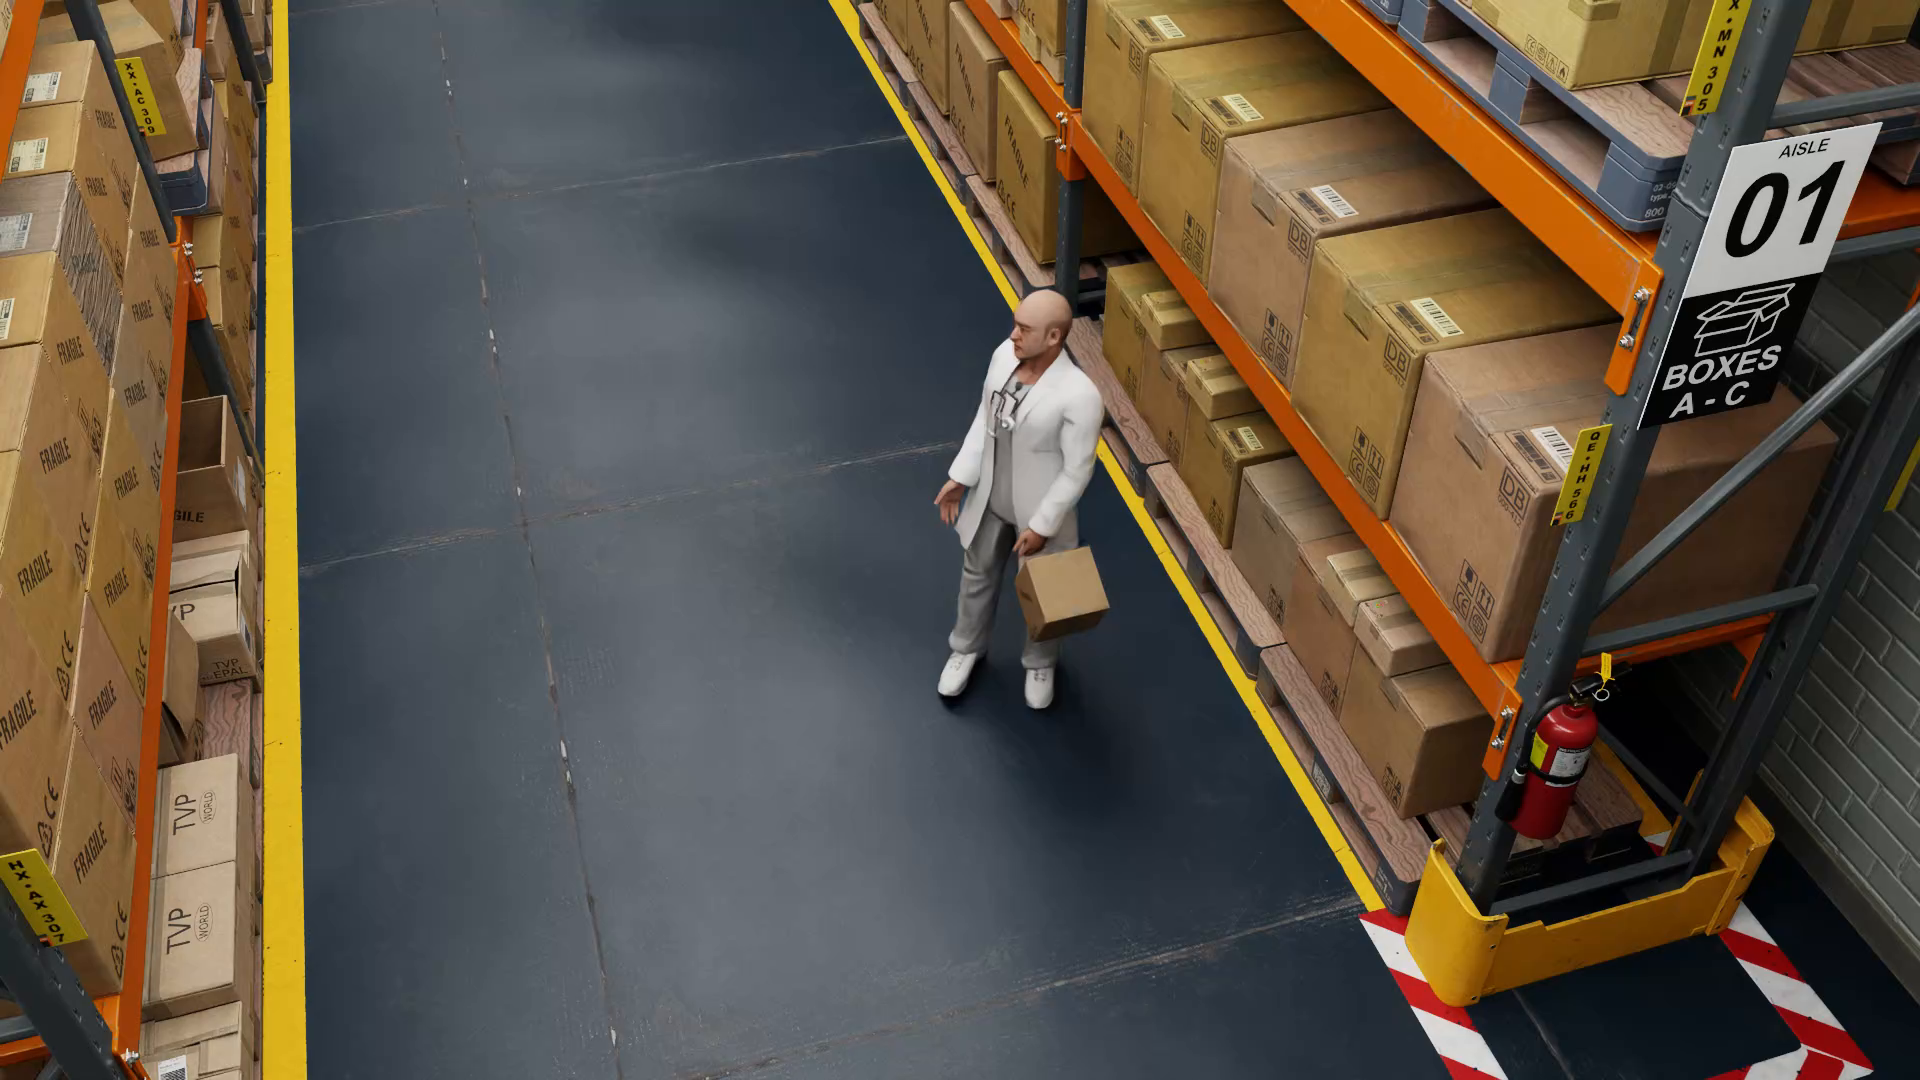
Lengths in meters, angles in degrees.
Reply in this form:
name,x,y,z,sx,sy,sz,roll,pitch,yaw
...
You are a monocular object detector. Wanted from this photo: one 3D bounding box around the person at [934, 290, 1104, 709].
name,x,y,z,sx,sy,sz,roll,pitch,yaw
person,0.198,-0.096,6.256,0.580,1.782,0.577,33,51,31
